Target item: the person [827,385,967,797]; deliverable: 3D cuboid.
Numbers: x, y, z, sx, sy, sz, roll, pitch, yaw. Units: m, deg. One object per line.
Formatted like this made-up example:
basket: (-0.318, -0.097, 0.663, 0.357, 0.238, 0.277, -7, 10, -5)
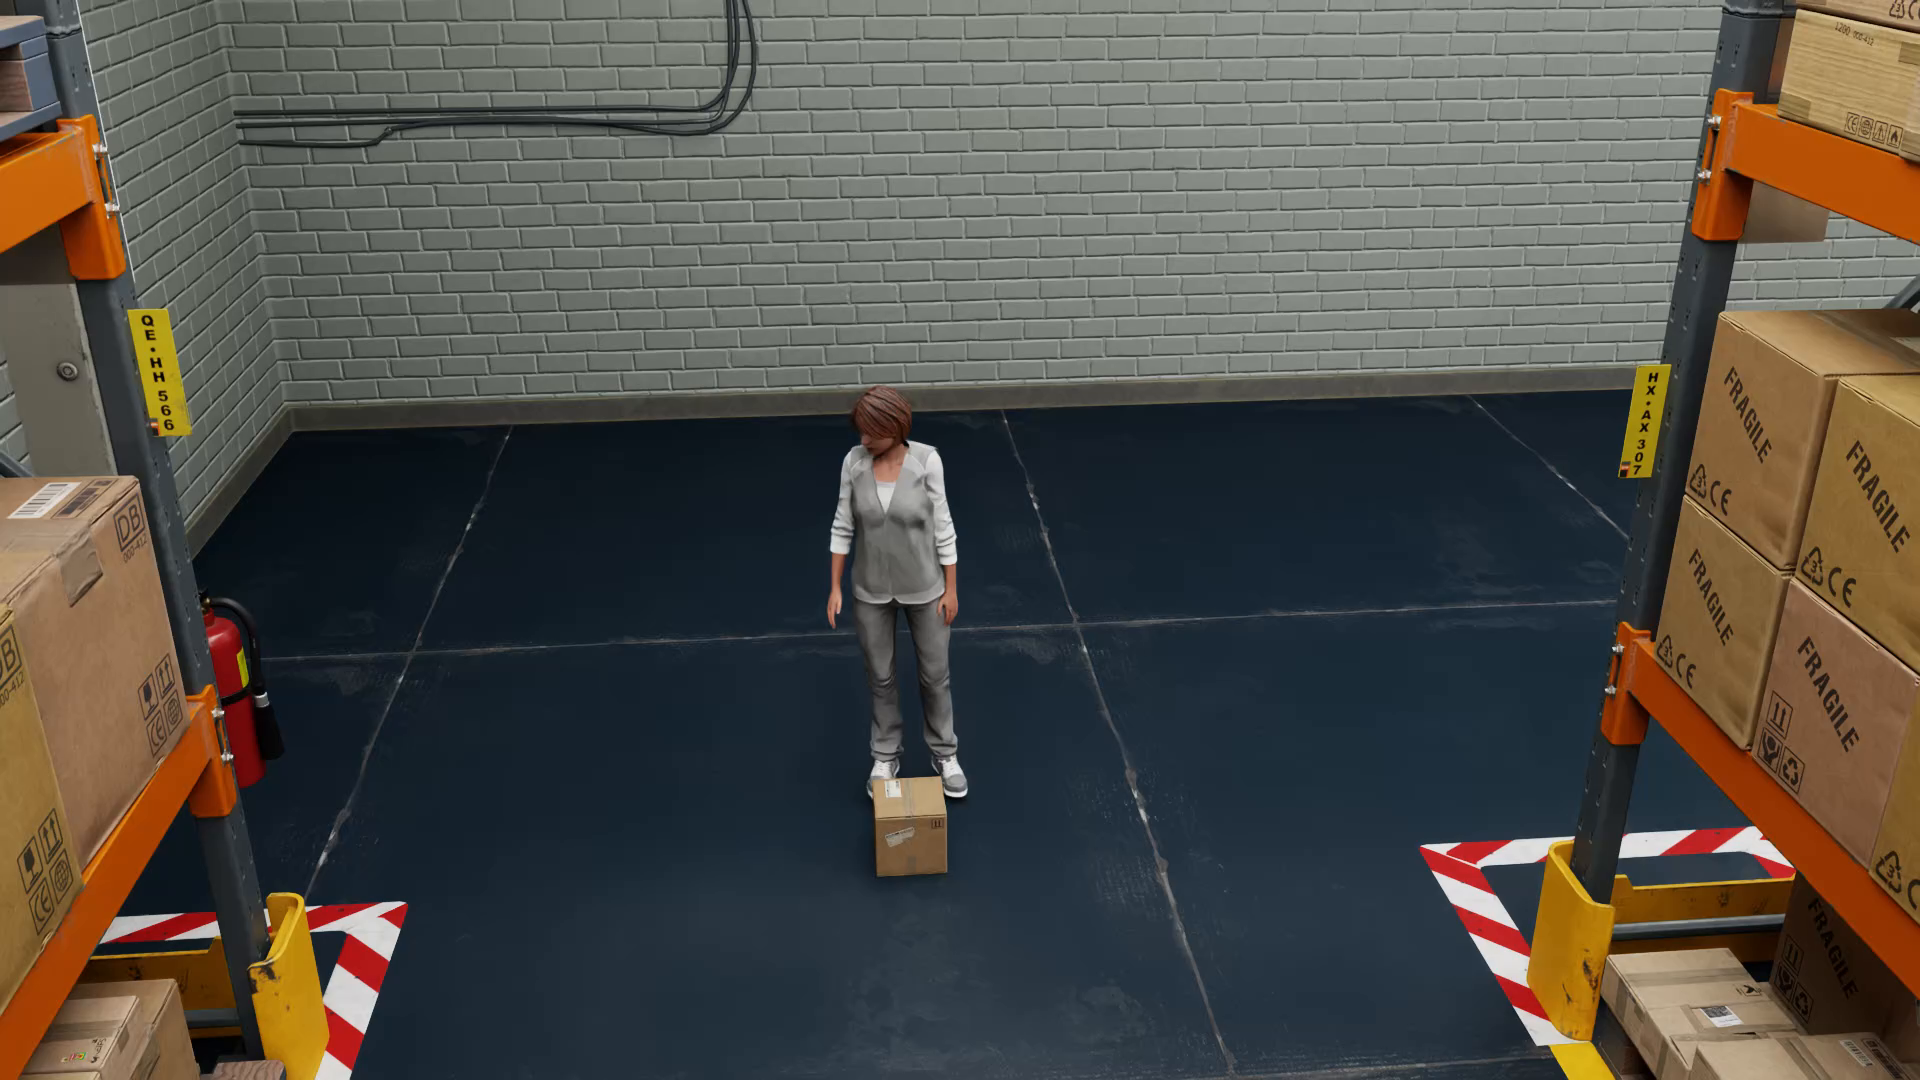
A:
person: (-0.227, 0.209, 6.114, 0.518, 1.602, 0.315, 2, 24, 4)
